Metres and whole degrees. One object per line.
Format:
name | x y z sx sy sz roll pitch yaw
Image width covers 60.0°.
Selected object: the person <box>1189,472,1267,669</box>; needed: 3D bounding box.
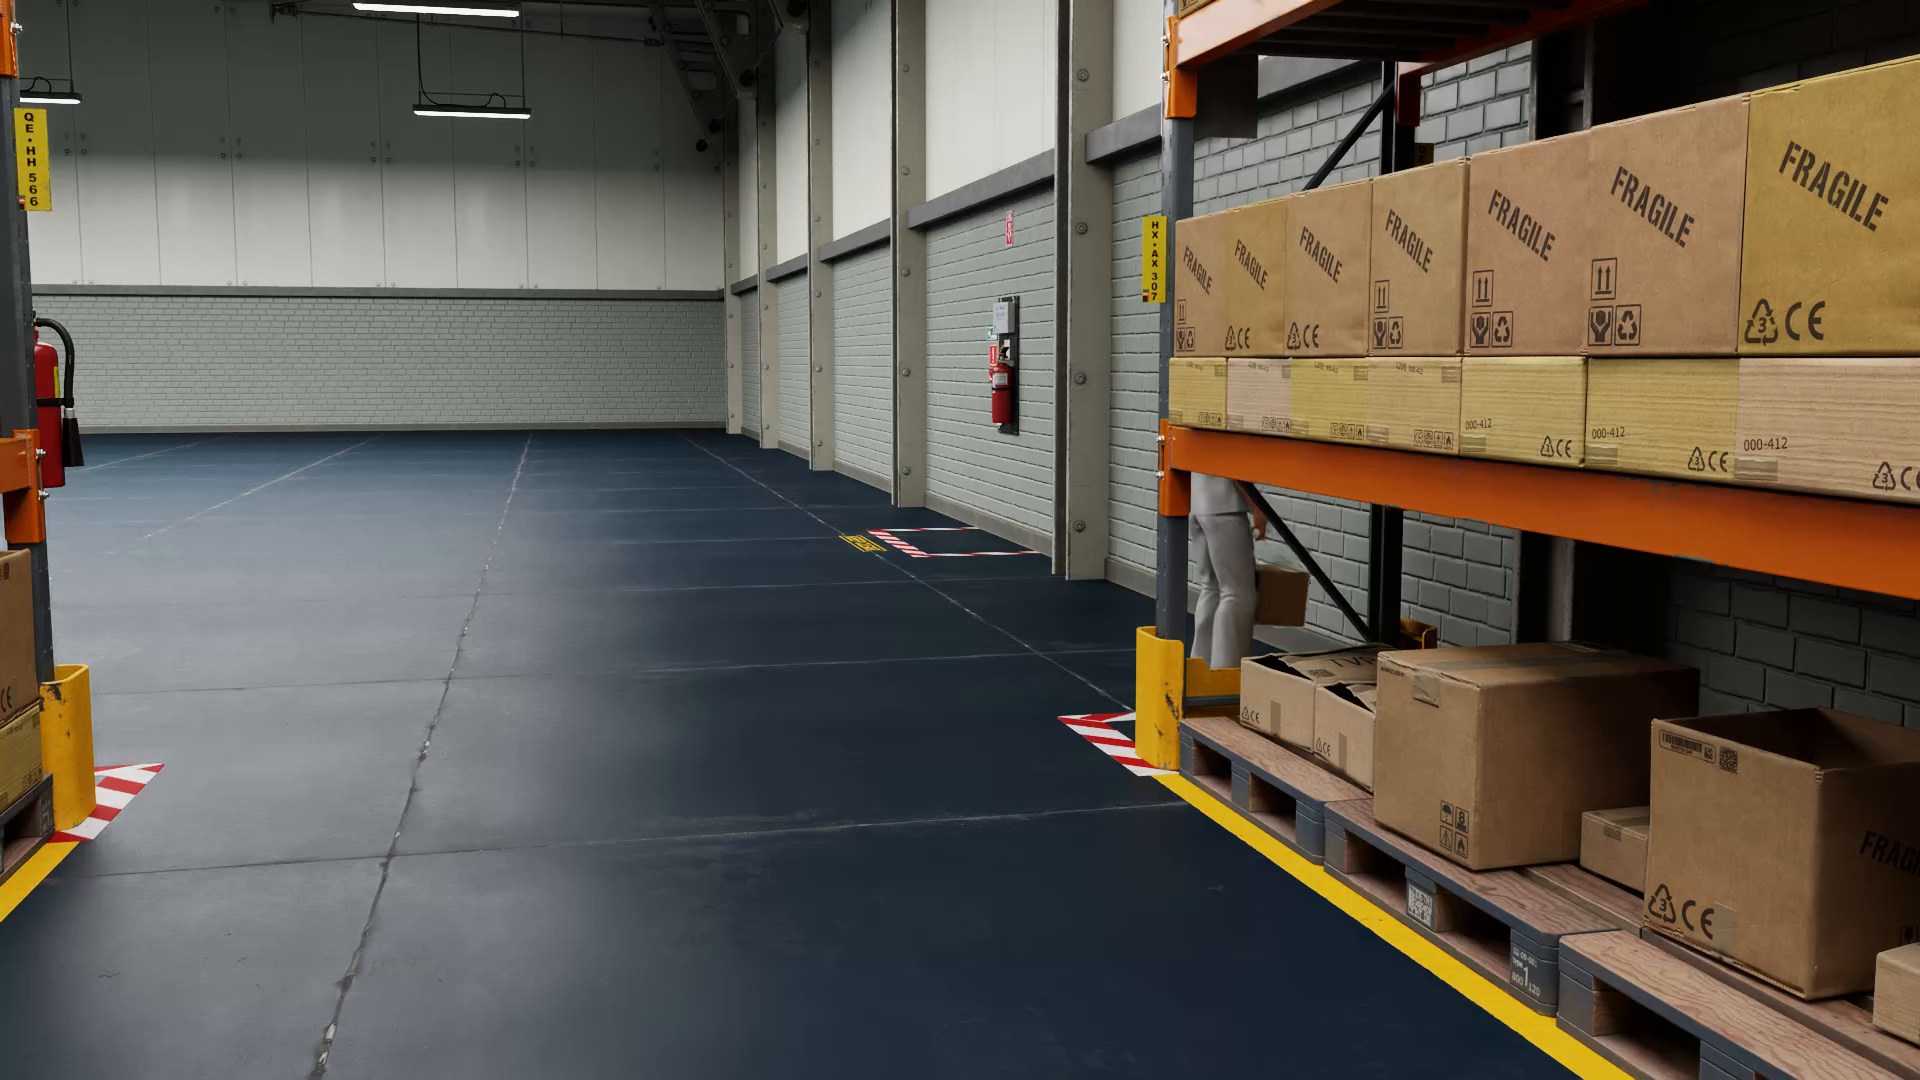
person | 1.221 -0.111 7.651 0.363 1.675 0.476 -2 6 -15
